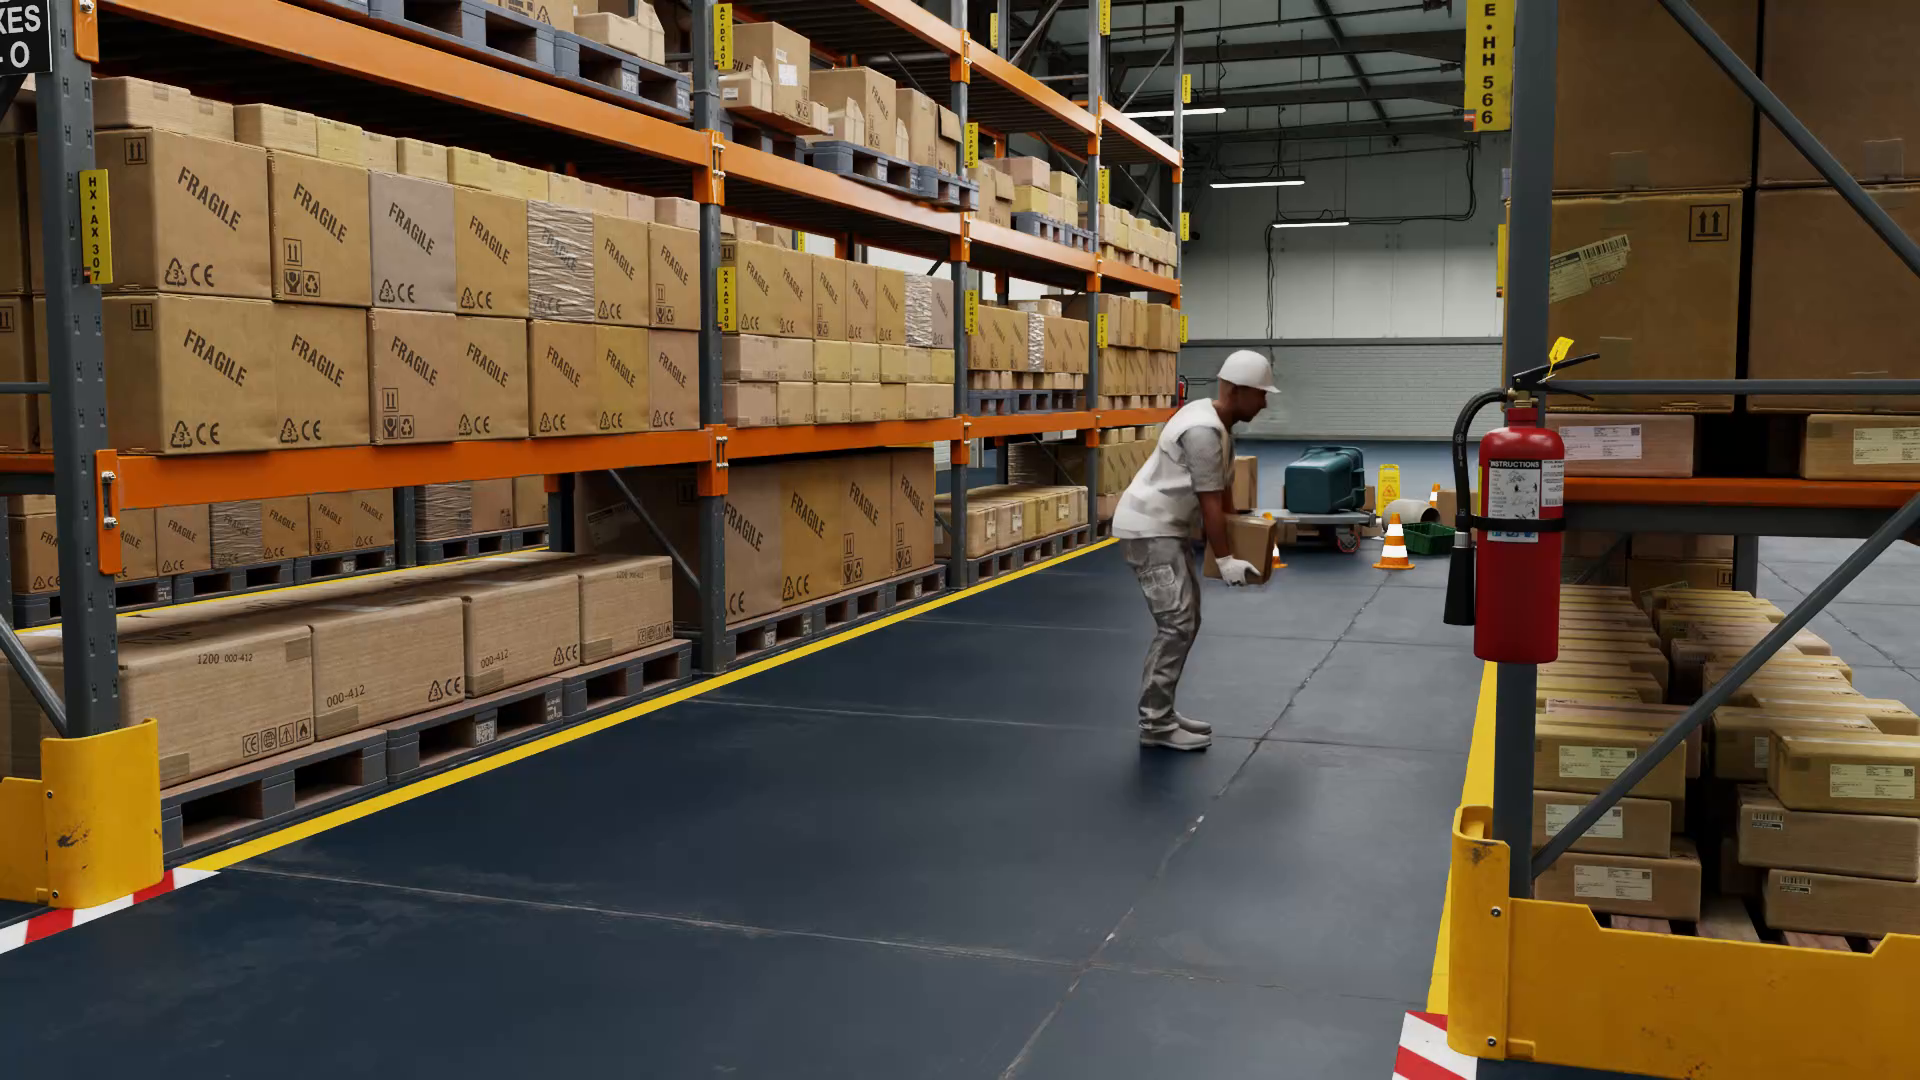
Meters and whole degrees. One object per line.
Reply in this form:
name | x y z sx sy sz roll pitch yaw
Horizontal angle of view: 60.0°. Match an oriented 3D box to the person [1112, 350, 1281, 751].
person | 0.999 0.036 7.057 0.694 1.669 0.480 2 5 17
